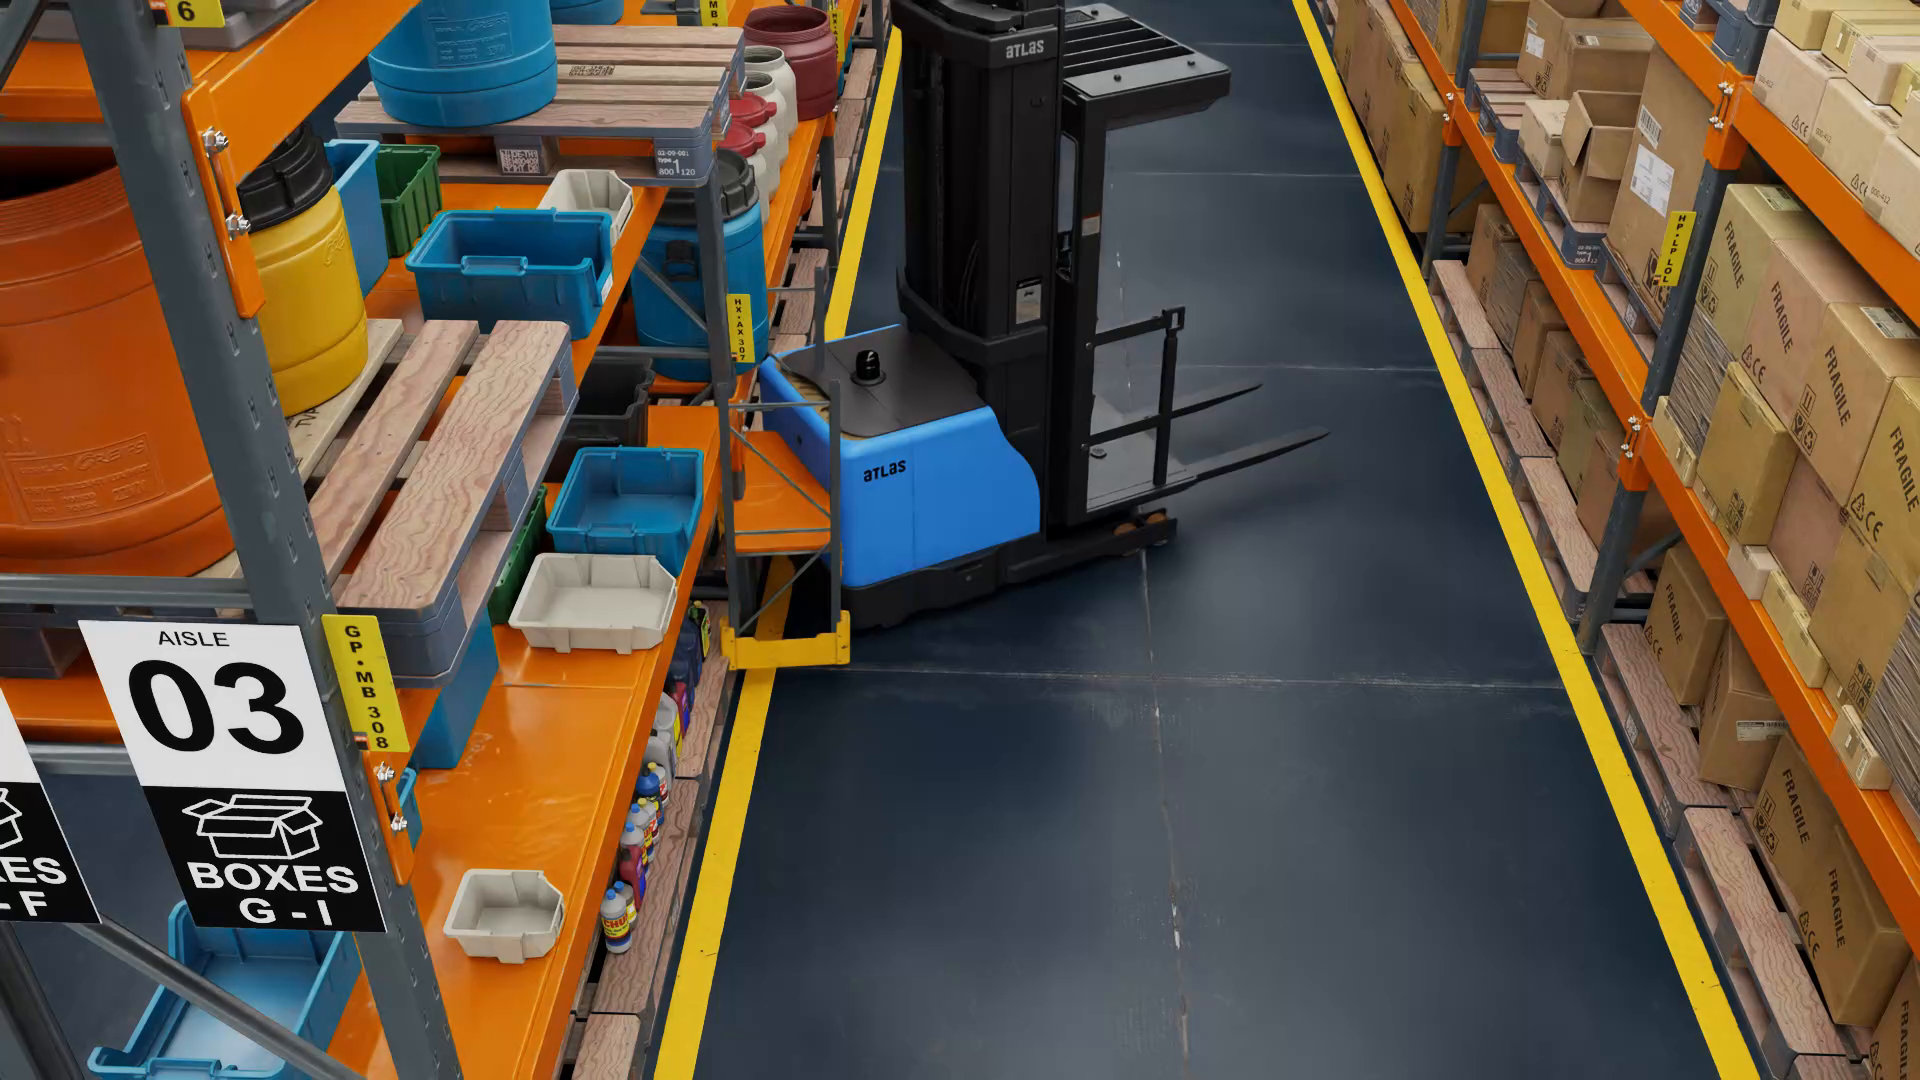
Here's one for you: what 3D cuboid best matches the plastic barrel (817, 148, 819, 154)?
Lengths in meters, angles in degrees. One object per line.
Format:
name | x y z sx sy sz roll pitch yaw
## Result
plastic barrel | -1.281 -3.226 12.410 0.600 0.588 0.708 1 35 2

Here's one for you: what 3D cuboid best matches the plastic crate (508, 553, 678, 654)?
plastic crate | -1.302 0.234 5.983 0.530 0.136 0.437 1 35 2

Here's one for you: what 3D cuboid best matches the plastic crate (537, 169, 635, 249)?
plastic crate | -1.150 -1.001 5.131 0.243 0.136 0.396 1 35 2

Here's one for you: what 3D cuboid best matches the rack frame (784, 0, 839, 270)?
rack frame | -1.329 -3.111 10.513 1.000 3.000 0.127 1 35 2

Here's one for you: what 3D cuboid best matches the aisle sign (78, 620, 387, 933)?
aisle sign | -1.361 0.470 3.157 0.394 0.787 0.004 1 35 2

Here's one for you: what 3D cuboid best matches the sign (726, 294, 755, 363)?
sign | -0.941 -0.907 7.137 0.100 0.325 0.005 1 35 2

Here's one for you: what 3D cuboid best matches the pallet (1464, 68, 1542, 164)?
pallet | 3.698 -2.506 9.820 1.213 0.211 1.003 1 35 2

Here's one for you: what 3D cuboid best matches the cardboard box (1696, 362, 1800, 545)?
cardboard box | 3.324 -0.317 6.193 0.875 0.500 0.500 1 35 2

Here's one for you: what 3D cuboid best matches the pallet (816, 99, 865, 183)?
pallet | -1.287 -3.123 12.956 1.003 0.211 1.213 1 35 2

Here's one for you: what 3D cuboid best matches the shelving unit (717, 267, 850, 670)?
shelving unit | -0.838 -0.338 7.645 0.587 1.500 1.083 -3 36 -7

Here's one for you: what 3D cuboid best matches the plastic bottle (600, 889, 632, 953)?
plastic bottle | -1.266 1.387 6.103 0.097 0.271 0.097 0 35 0

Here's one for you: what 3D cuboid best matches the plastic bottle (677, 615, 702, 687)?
plastic bottle | -1.228 0.468 7.343 0.144 0.351 0.185 0 35 1

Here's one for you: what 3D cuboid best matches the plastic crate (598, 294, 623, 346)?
plastic crate | -1.776 -1.124 7.631 0.402 0.464 0.583 1 35 2

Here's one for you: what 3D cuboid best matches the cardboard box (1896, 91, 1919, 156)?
cardboard box | 3.099 -1.245 5.033 0.380 0.149 0.250 1 35 1

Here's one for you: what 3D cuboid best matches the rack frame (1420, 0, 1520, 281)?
rack frame | 3.620 -2.996 10.351 1.000 3.000 0.127 1 35 2

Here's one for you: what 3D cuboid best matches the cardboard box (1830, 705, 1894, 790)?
cardboard box | 3.059 0.670 5.352 0.380 0.149 0.250 1 35 2

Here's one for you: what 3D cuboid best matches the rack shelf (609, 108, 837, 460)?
rack shelf | -1.410 -1.667 9.085 1.077 0.370 4.000 1 35 2

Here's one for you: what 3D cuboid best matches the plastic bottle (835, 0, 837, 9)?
plastic bottle | -0.920 -3.896 11.743 0.097 0.271 0.097 0 35 0

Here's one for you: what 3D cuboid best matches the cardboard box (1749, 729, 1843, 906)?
cardboard box | 3.441 1.069 6.374 0.500 0.500 0.500 -2 35 -2

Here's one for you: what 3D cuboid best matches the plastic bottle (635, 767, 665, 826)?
plastic bottle | -1.240 1.016 6.631 0.097 0.271 0.097 0 35 0

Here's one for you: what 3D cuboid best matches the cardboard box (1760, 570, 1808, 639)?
cardboard box | 3.124 0.240 5.964 0.380 0.149 0.250 1 35 2

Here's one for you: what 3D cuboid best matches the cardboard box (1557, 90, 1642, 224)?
cardboard box | 3.436 -1.910 8.350 0.797 0.503 0.637 5 35 7

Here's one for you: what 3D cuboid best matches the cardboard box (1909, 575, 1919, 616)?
cardboard box | 3.111 0.132 4.684 0.500 0.500 0.500 1 35 2

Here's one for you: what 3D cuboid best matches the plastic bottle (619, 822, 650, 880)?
plastic bottle | -1.253 1.190 6.383 0.097 0.271 0.097 0 35 0

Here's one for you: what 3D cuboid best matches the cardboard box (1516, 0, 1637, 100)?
cardboard box | 3.638 -2.898 9.758 0.500 0.500 0.500 -3 35 -4

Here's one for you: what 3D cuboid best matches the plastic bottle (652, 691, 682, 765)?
plastic bottle | -1.248 0.764 6.922 0.144 0.351 0.185 1 35 2

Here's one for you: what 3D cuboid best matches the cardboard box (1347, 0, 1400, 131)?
cardboard box | 3.740 -3.716 12.856 1.225 0.875 0.875 0 35 0

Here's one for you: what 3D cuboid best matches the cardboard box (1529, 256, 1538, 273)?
cardboard box | 3.612 -1.770 9.745 0.500 0.250 0.500 5 35 7

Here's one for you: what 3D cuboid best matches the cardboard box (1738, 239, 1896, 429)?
cardboard box | 3.168 -0.730 5.911 0.500 0.500 0.500 1 35 2

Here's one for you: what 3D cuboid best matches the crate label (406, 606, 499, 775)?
crate label | -1.847 0.407 5.477 0.502 0.435 0.616 1 35 2

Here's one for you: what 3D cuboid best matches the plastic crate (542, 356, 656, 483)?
plastic crate | -1.638 -0.489 6.837 0.767 0.338 0.504 1 35 2

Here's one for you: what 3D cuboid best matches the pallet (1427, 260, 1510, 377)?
pallet | 3.587 -1.407 10.514 1.003 0.211 1.213 1 35 2

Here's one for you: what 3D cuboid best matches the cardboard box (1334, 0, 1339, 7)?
cardboard box | 3.923 -5.492 15.383 0.875 0.875 0.875 1 35 2

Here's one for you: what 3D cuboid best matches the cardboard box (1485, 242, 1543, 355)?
cardboard box | 3.603 -1.449 9.941 0.700 0.500 0.500 -1 35 -2

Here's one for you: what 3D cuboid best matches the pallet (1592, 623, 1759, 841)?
pallet | 3.467 0.829 7.332 1.003 0.211 1.213 1 35 2

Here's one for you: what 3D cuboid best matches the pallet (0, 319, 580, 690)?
pallet | -1.520 -0.138 3.838 1.003 0.211 1.213 1 35 2

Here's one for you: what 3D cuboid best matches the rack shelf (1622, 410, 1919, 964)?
rack shelf | 3.379 0.745 5.652 1.077 0.370 4.000 1 35 2

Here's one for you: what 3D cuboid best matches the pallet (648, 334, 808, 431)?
pallet | -1.451 -0.827 9.688 1.003 0.211 1.213 1 35 2

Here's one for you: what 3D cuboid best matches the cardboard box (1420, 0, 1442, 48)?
cardboard box | 3.418 -3.613 11.141 0.500 0.500 0.500 1 35 1

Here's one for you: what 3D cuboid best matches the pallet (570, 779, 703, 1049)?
pallet | -1.605 1.416 6.498 1.003 0.211 1.213 1 35 2

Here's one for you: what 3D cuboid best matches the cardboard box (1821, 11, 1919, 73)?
cardboard box | 3.195 -1.693 5.671 0.380 0.149 0.250 0 35 0

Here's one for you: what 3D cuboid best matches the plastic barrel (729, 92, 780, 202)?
plastic barrel | -1.186 -2.083 8.933 0.433 0.535 0.433 0 35 0

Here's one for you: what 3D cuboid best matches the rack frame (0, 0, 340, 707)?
rack frame | -1.651 -0.969 2.248 1.000 3.000 0.127 1 35 2

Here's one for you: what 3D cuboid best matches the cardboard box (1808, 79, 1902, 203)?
cardboard box | 3.169 -1.307 5.469 0.500 0.250 0.500 1 35 1

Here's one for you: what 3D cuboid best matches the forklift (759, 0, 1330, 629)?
forklift | 0.549 -1.369 8.094 3.031 2.935 1.130 -17 39 -23

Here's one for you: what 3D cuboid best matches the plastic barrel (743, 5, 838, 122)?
plastic barrel | -1.045 -2.893 10.085 0.600 0.536 0.708 1 35 2

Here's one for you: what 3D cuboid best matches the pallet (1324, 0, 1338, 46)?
pallet | 3.889 -4.589 15.041 1.003 0.211 1.213 1 35 2

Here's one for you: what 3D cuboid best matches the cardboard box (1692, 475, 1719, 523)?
cardboard box | 3.144 -0.191 6.578 0.380 0.149 0.250 1 35 2

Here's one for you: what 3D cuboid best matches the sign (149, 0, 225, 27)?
sign | -1.101 -0.868 2.287 0.100 0.325 0.005 1 35 2

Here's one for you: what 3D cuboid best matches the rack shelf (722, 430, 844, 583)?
rack shelf | -0.844 -0.188 7.744 0.538 0.185 1.000 -3 36 -7

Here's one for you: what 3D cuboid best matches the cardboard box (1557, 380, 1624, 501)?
cardboard box | 3.543 -0.481 8.563 0.700 0.500 0.500 1 35 2

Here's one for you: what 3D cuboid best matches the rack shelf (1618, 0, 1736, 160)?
rack shelf | 3.539 -2.780 8.060 1.077 0.370 4.000 1 35 2

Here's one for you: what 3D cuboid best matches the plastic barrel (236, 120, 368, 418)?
plastic barrel | -1.732 -0.649 3.872 0.600 0.588 0.600 0 35 0

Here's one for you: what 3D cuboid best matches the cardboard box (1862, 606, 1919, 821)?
cardboard box | 3.311 0.546 4.965 0.875 0.500 0.500 1 35 2

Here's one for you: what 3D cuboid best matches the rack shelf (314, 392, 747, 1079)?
rack shelf | -1.570 0.631 5.815 1.077 0.370 4.000 1 35 2
